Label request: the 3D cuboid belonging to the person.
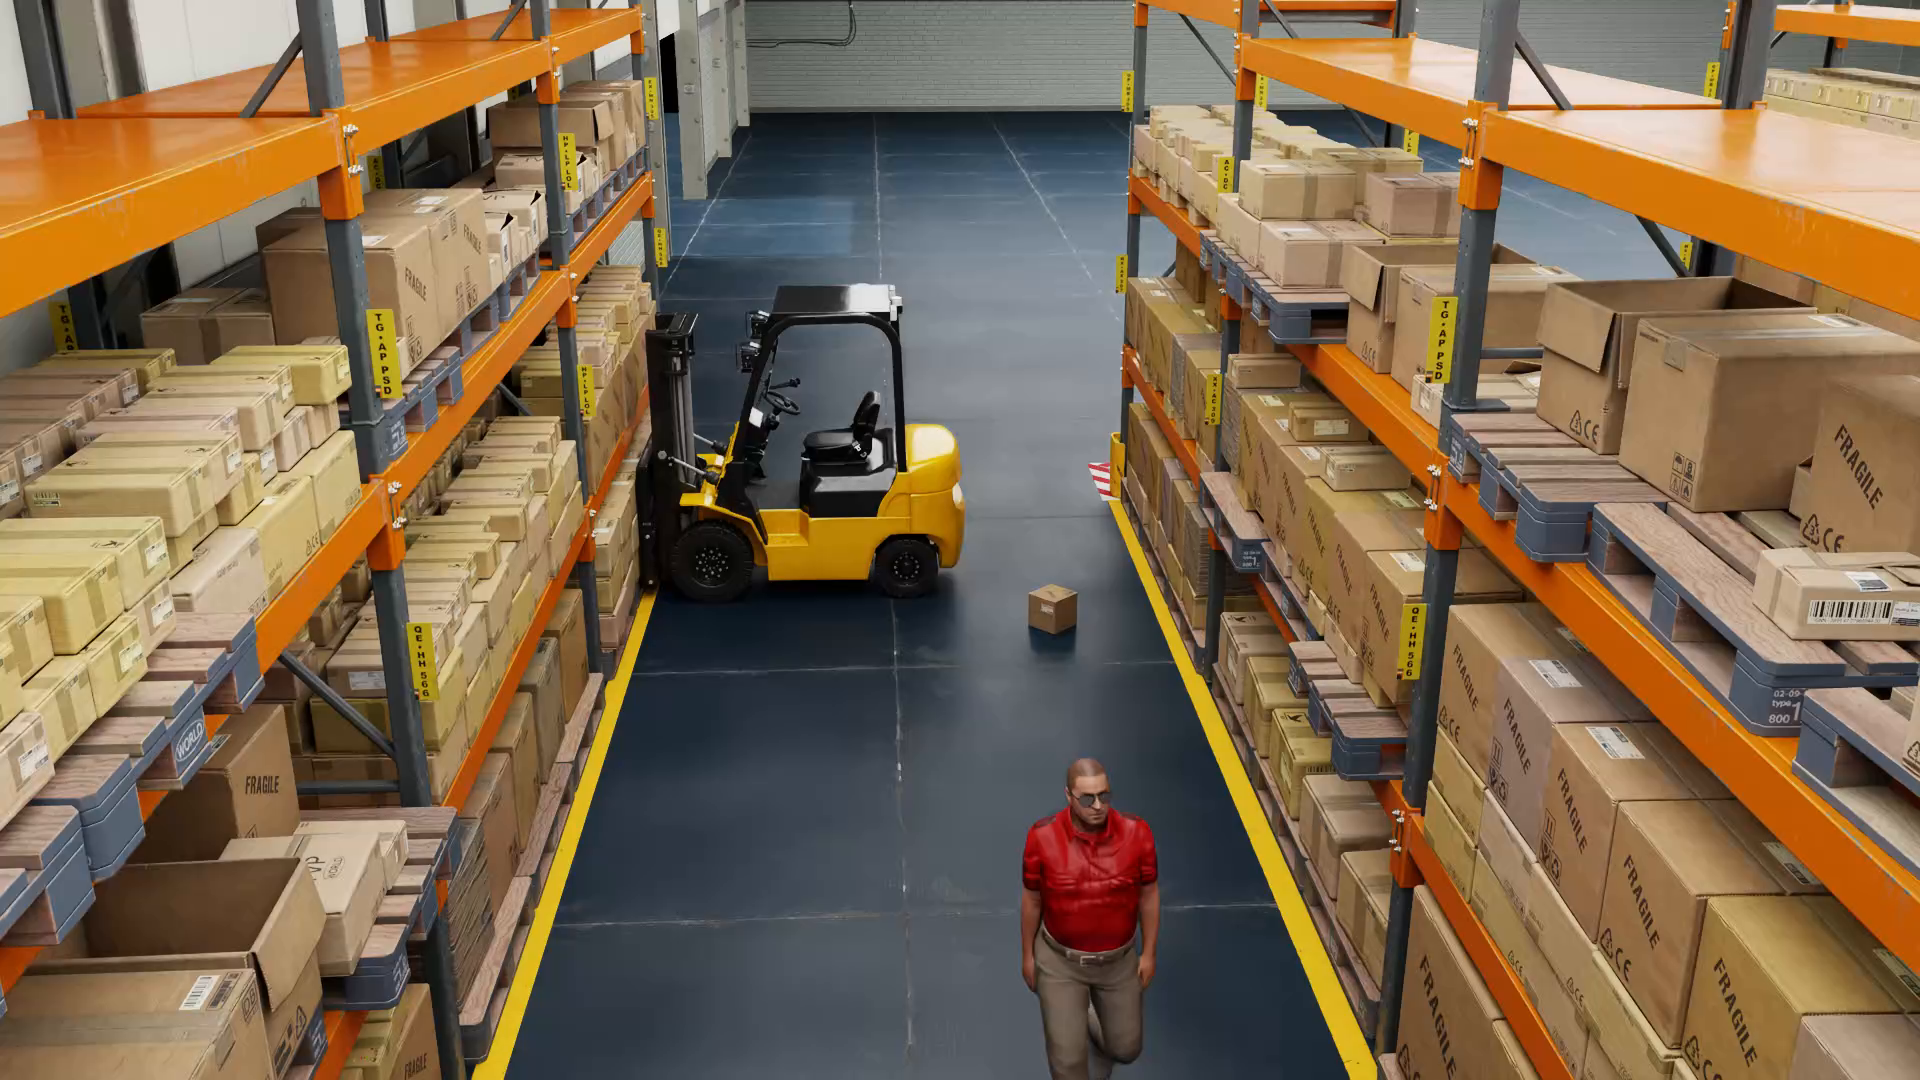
[{"bbox_3d":[0.516,1.635,6.631,0.549,1.697,0.772,-1,20,-3],"label":"person"}]
